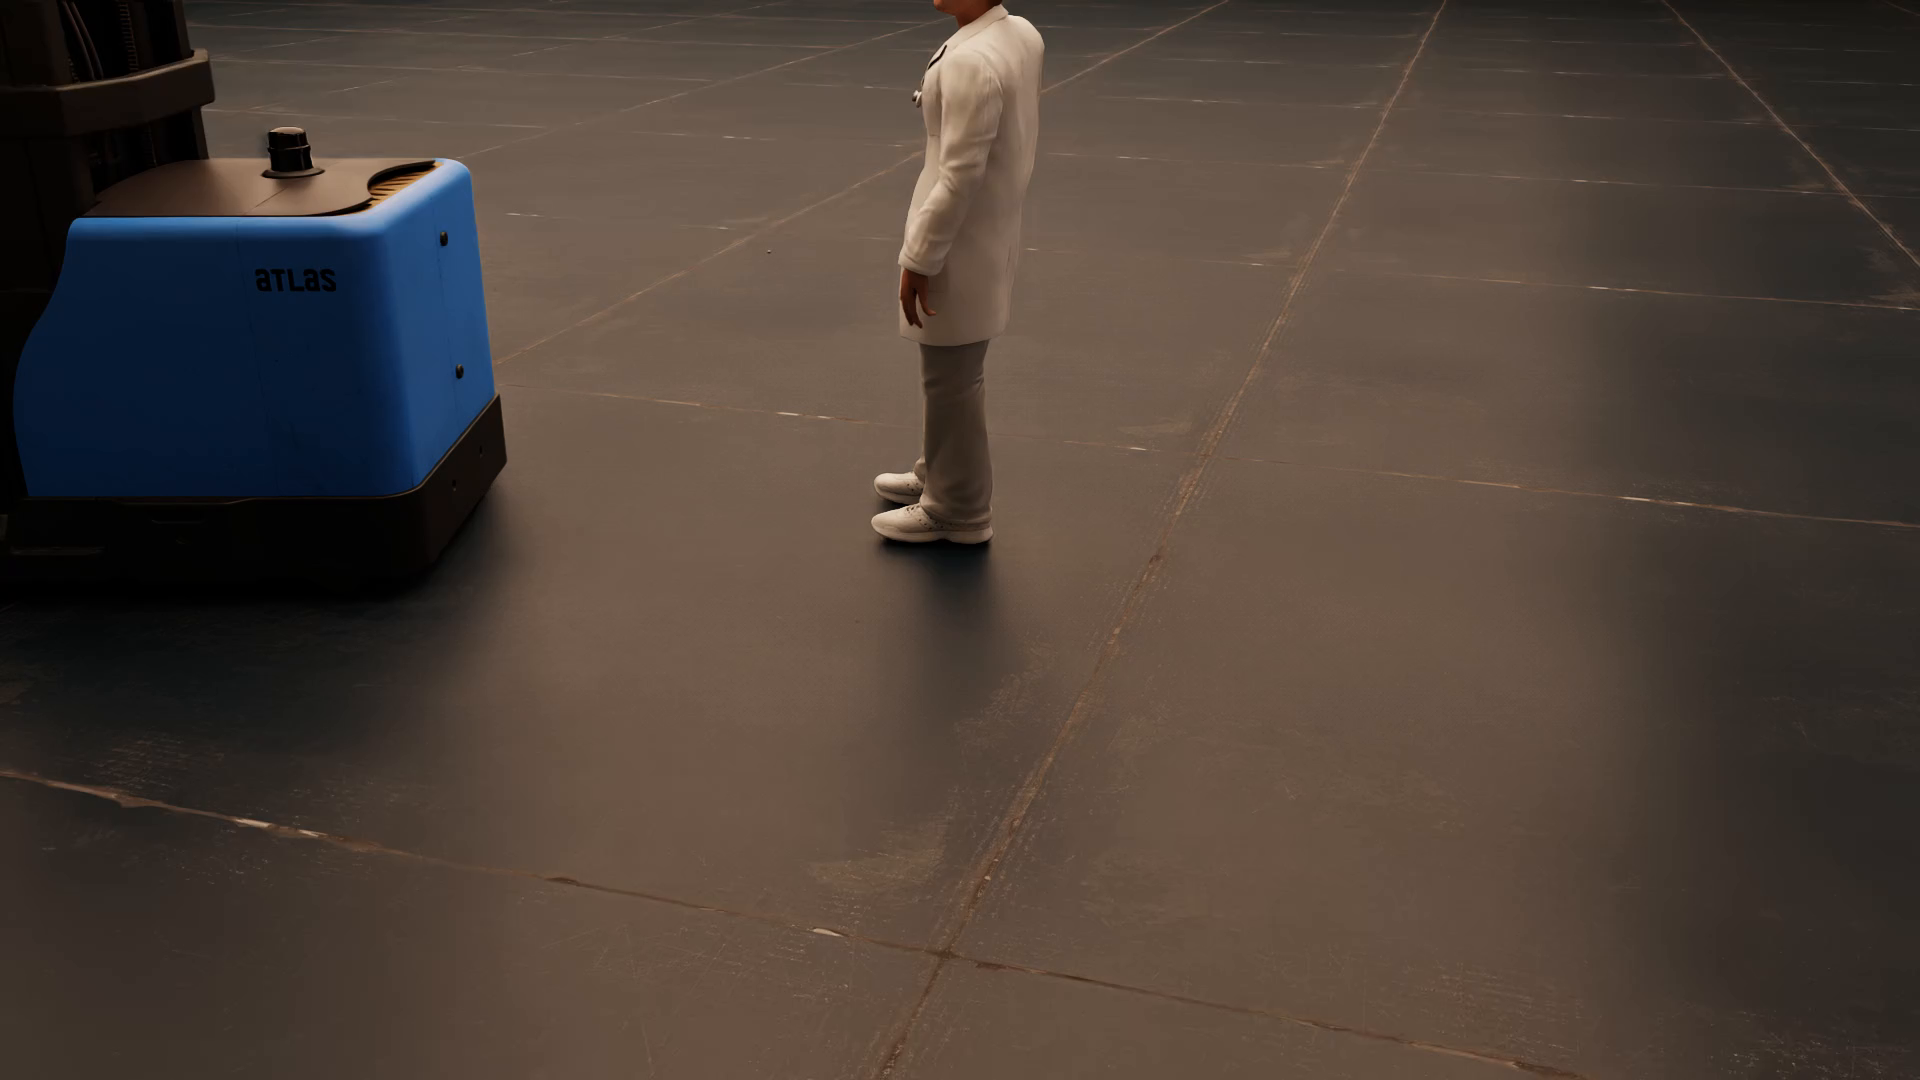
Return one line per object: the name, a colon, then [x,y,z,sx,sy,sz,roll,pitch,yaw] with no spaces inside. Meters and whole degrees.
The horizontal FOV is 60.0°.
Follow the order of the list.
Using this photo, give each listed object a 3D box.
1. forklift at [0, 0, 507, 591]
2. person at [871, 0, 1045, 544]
forklift: [-3.027,-1.380,4.623,3.031,2.935,1.130,0,22,0]
person: [-0.085,-0.840,4.808,0.581,1.776,0.694,7,23,16]
